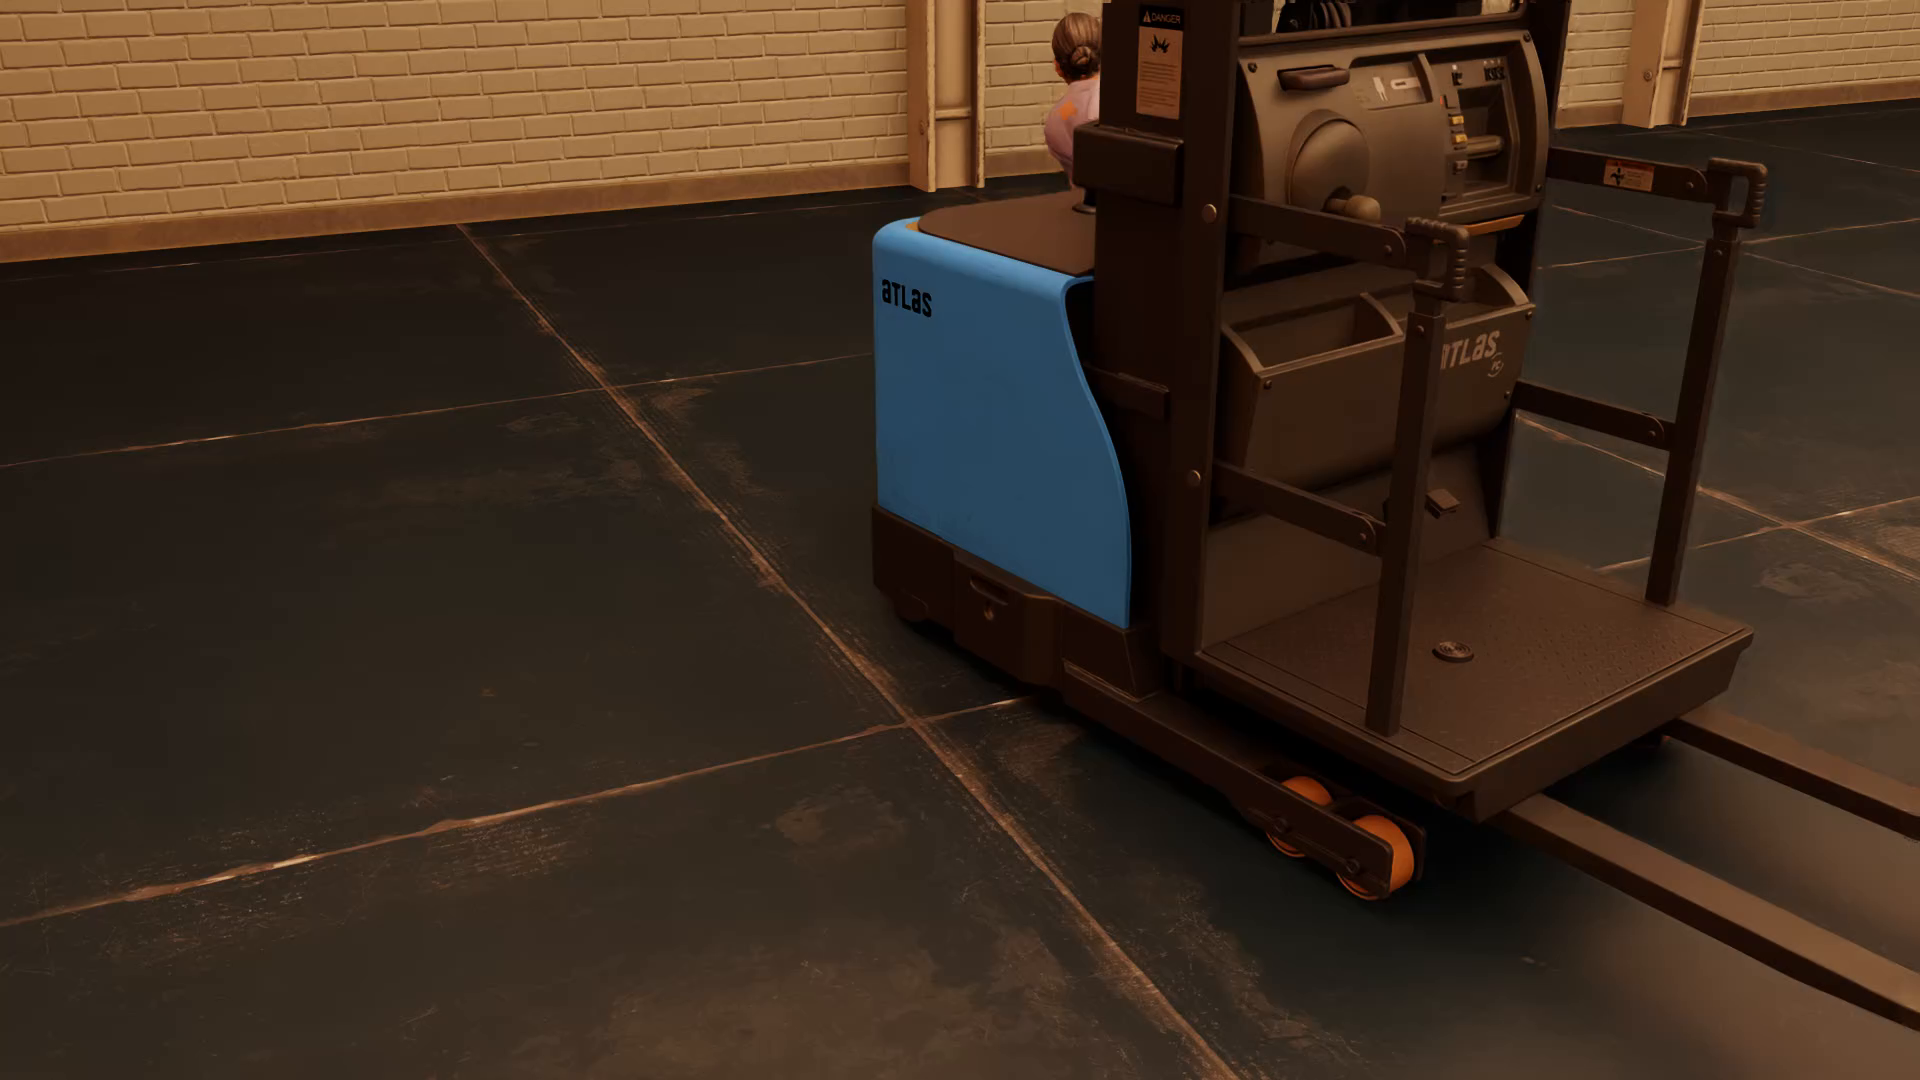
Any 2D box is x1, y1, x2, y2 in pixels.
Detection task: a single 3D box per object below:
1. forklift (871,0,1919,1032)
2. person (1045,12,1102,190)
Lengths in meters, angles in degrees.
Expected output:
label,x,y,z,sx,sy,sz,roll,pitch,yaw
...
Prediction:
label,x,y,z,sx,sy,sz,roll,pitch,yaw
forklift,1.056,-0.843,3.315,1.130,2.935,3.031,-17,28,-34
person,0.547,-0.816,5.093,0.833,1.524,0.740,-21,30,-40
